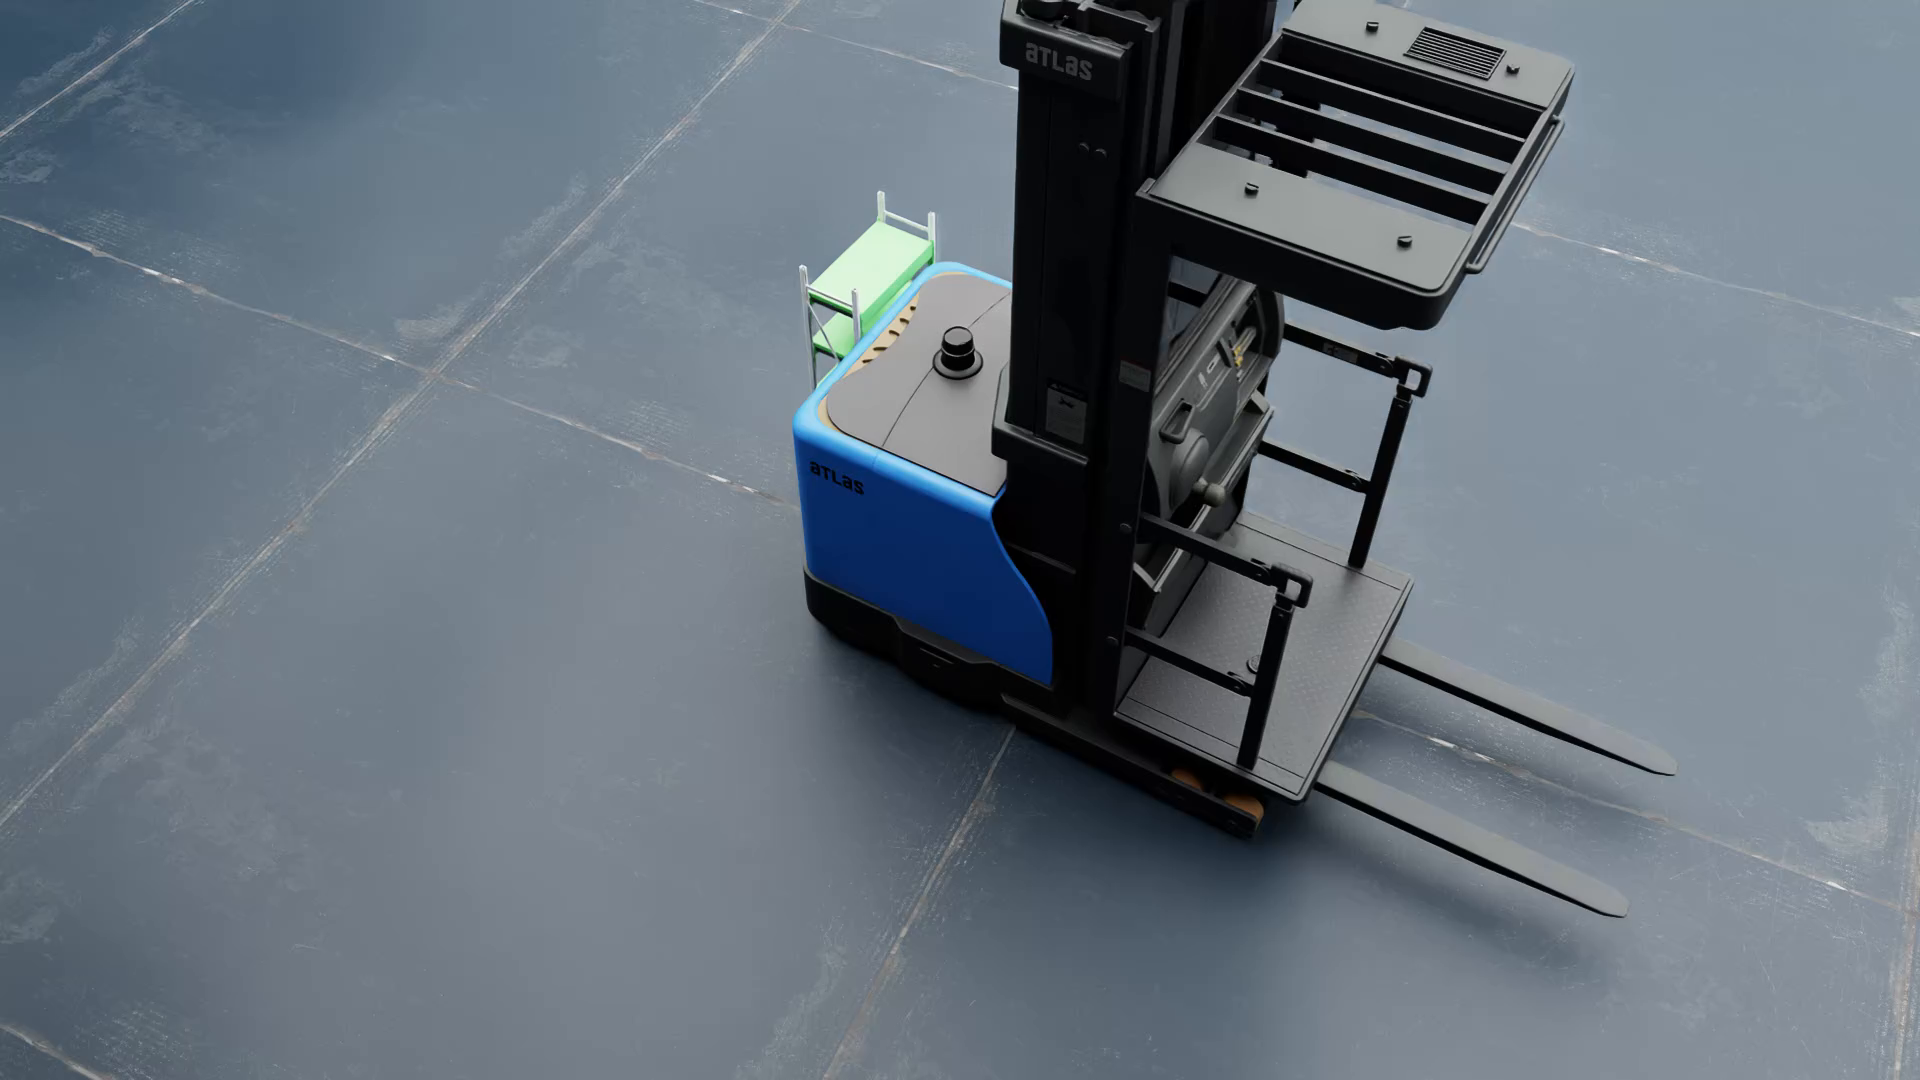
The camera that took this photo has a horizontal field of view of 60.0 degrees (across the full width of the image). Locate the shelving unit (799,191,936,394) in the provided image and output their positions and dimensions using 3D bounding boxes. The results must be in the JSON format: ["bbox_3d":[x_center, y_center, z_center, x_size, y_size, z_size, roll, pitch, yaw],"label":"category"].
[{"bbox_3d":[-0.325,-0.674,6.351,0.258,1.200,0.503,25,54,20],"label":"shelving unit"}]

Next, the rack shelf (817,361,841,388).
[{"bbox_3d":[-0.325,-0.633,6.399,0.258,0.148,0.480,25,54,20],"label":"rack shelf"}]

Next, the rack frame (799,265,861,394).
[{"bbox_3d":[-0.455,-0.517,6.217,0.240,1.200,0.015,25,54,20],"label":"rack frame"}]

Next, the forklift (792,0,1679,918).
[{"bbox_3d":[0.959,-0.408,4.988,3.031,2.935,1.130,24,54,19],"label":"forklift"}]

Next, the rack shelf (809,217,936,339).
[{"bbox_3d":[-0.325,-0.944,6.034,0.258,0.148,0.480,25,54,20],"label":"rack shelf"}]

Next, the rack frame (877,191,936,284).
[{"bbox_3d":[-0.195,-0.832,6.485,0.240,1.200,0.015,25,54,20],"label":"rack frame"}]

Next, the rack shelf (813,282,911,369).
[{"bbox_3d":[-0.325,-0.788,6.217,0.258,0.148,0.480,25,54,20],"label":"rack shelf"}]
